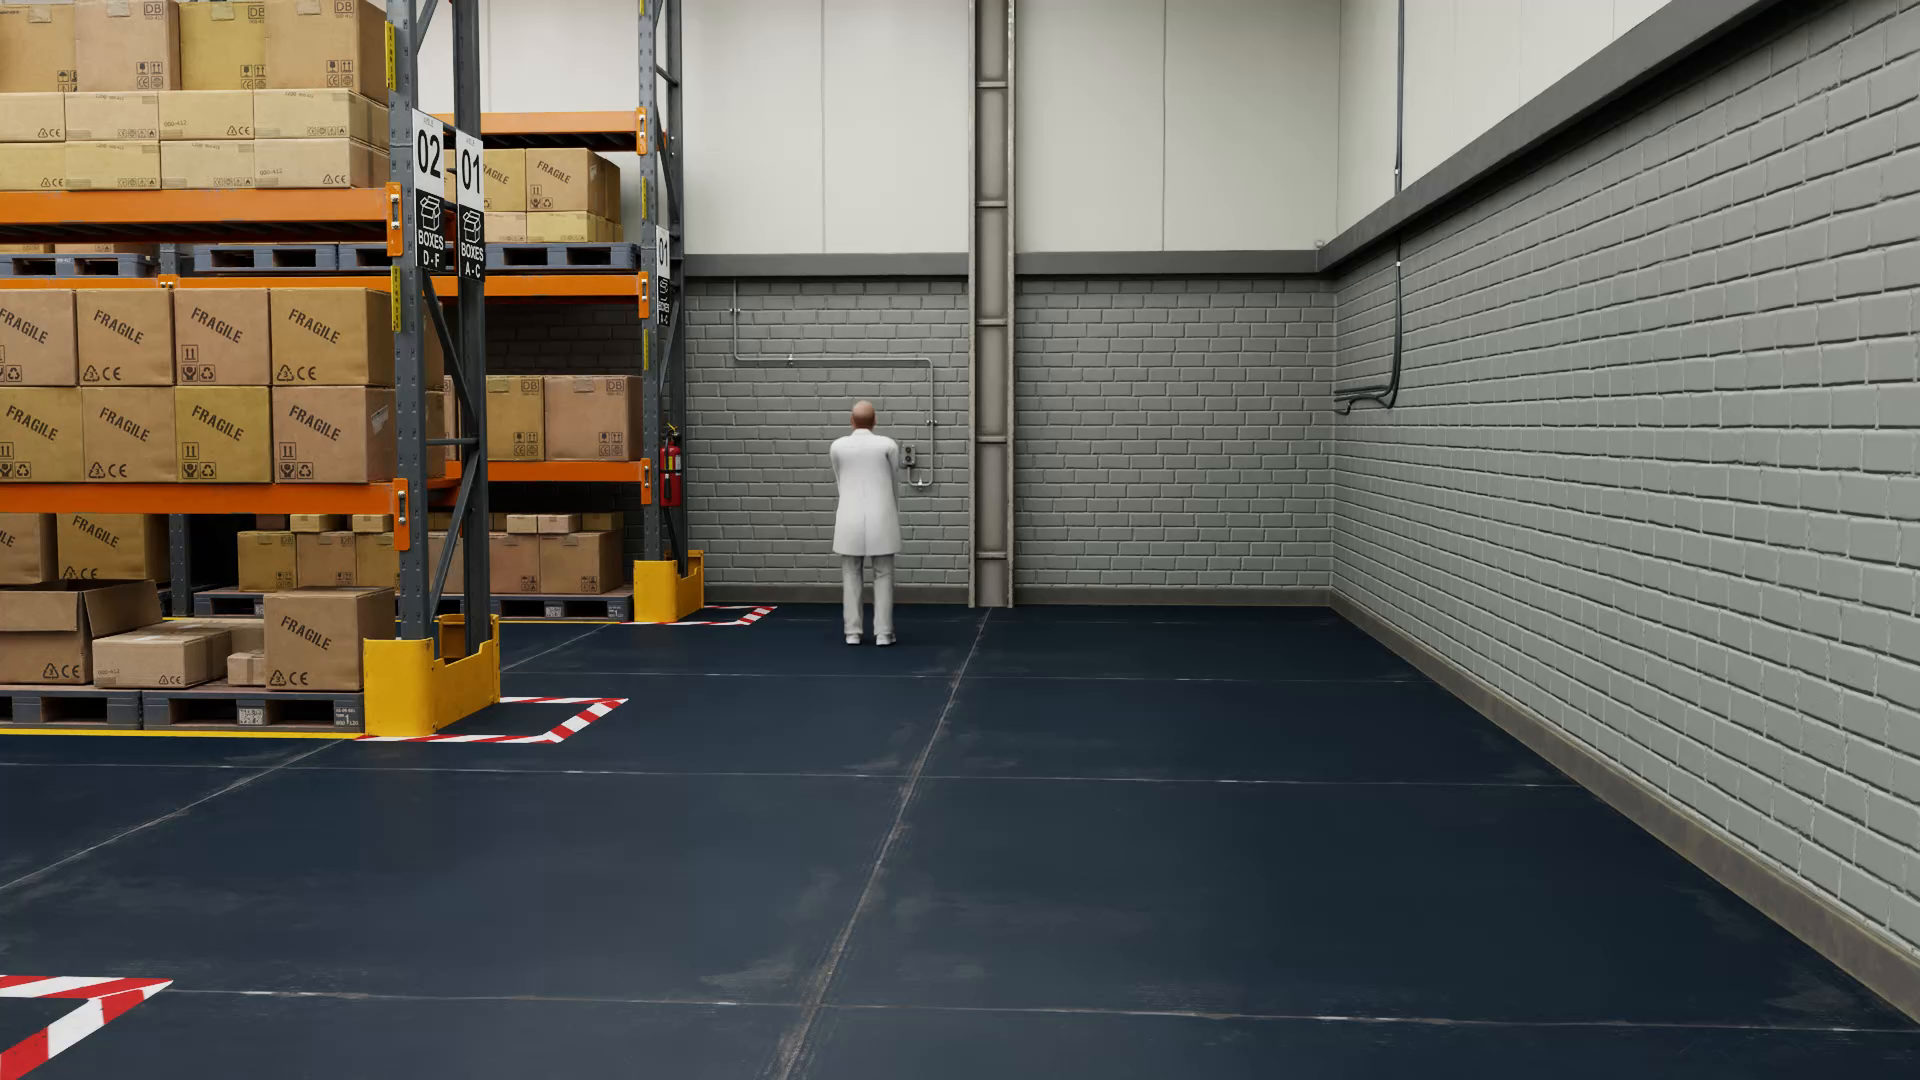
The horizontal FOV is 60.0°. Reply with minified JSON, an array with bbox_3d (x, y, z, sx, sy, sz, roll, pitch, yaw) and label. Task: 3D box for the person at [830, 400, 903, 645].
[{"bbox_3d":[-0.677,-0.130,12.202,0.527,1.780,0.551,0,4,3],"label":"person"}]
